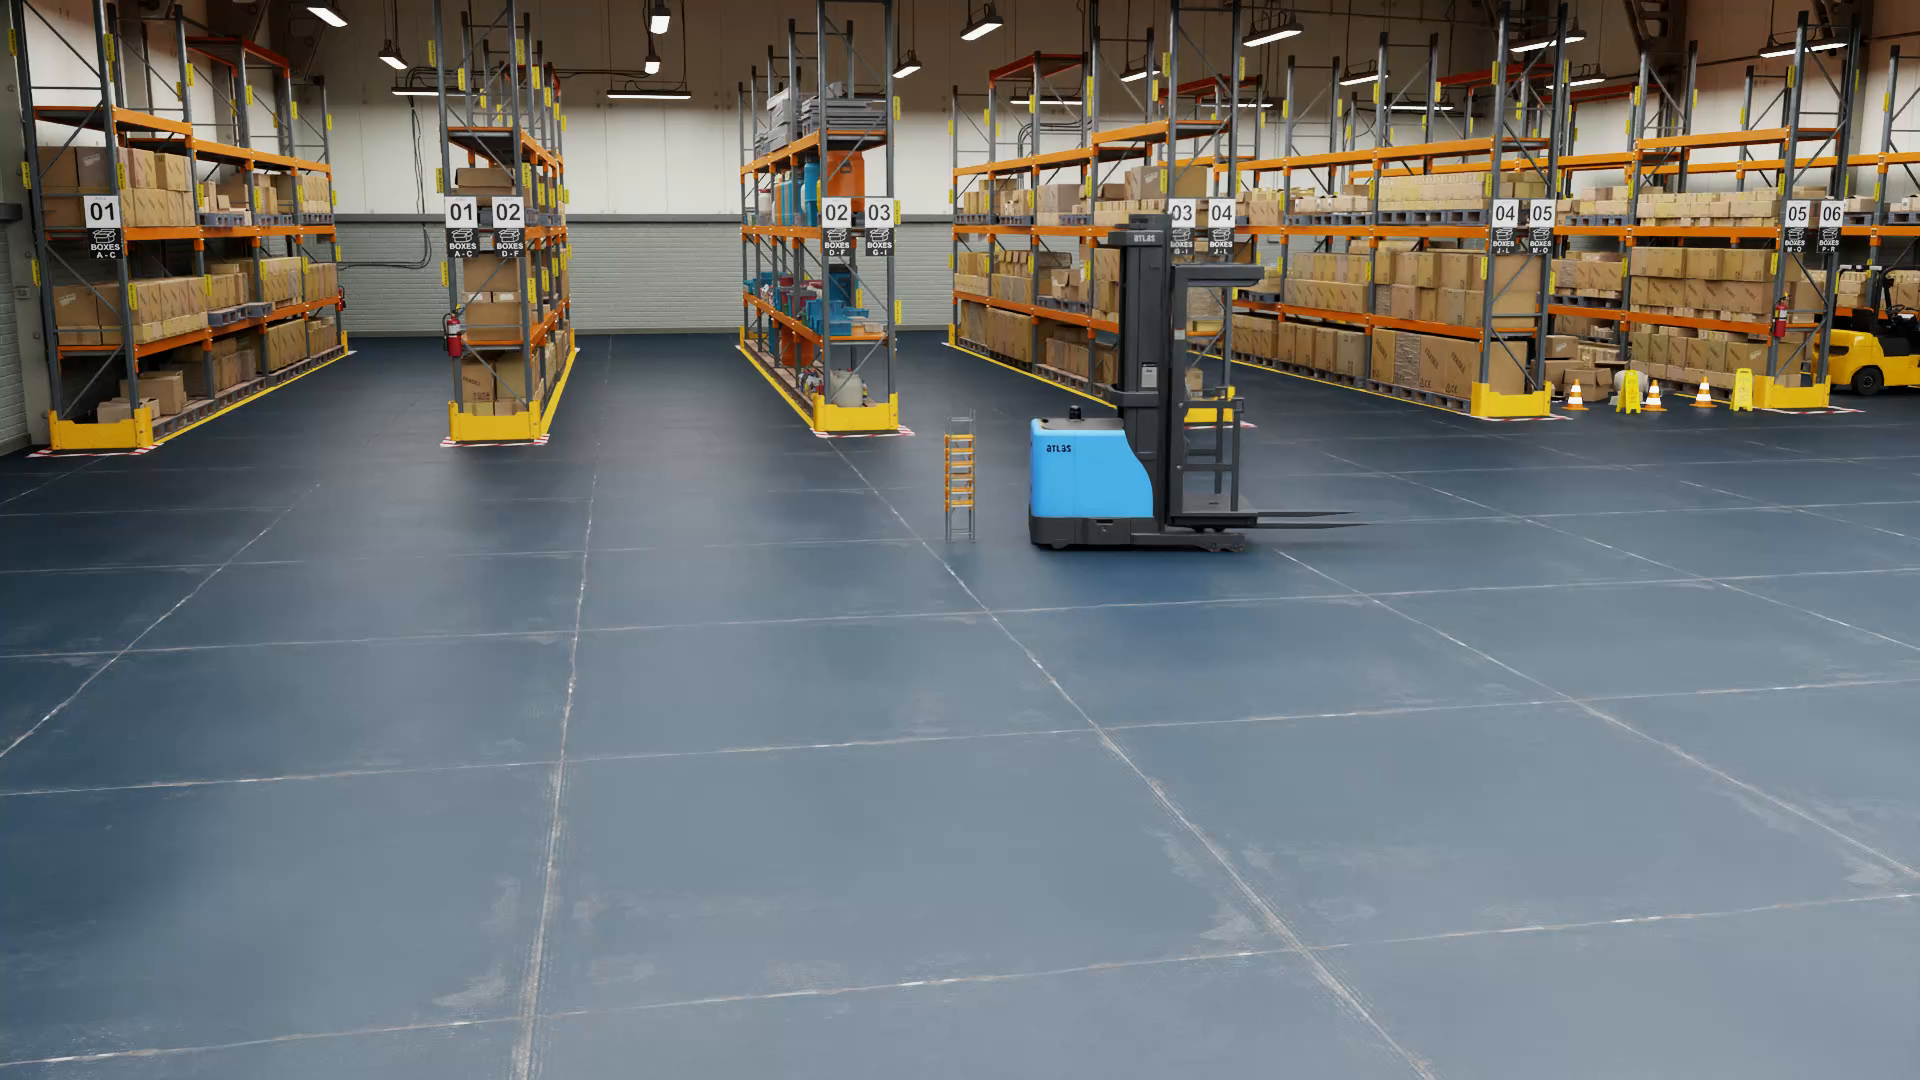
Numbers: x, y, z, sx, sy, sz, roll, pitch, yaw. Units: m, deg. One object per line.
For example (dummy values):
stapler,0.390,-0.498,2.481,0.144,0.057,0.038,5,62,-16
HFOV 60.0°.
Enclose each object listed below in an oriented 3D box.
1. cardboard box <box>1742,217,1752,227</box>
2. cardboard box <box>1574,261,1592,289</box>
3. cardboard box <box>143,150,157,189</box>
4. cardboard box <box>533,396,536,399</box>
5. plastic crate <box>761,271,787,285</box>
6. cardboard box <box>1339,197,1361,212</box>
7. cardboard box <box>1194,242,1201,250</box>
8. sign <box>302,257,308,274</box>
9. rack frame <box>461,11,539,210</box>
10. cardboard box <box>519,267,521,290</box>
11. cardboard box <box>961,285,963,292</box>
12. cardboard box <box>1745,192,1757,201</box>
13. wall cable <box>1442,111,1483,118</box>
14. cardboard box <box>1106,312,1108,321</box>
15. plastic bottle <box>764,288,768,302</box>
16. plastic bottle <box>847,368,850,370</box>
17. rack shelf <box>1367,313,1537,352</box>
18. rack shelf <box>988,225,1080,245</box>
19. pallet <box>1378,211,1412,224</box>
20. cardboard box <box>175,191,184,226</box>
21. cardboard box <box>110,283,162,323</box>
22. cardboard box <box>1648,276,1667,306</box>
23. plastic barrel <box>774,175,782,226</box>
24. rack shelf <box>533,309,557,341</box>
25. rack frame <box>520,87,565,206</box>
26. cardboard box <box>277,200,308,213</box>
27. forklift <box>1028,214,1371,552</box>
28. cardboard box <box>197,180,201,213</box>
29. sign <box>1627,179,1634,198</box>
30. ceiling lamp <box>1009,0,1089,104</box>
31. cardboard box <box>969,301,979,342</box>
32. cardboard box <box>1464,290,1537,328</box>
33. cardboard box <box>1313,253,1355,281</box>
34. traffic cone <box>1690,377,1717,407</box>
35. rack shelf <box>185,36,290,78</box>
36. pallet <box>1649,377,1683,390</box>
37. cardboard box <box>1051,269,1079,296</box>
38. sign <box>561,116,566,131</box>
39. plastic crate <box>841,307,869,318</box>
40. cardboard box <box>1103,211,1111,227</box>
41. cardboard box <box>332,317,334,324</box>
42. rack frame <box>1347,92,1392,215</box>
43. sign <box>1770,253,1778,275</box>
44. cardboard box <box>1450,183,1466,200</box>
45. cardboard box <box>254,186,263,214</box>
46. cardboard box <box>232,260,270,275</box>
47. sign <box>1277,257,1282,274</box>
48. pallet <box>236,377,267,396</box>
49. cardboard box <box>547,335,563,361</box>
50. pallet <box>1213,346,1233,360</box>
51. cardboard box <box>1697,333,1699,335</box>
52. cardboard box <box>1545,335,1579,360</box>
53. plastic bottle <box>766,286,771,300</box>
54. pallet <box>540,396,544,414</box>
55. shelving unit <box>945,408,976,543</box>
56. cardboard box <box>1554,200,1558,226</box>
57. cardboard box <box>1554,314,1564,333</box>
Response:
cardboard box,12.726,-5.072,26.527,0.380,0.149,0.250,-2,11,-9
cardboard box,11.883,-4.970,31.152,0.500,0.500,0.500,-2,11,-9
cardboard box,-11.124,-4.962,22.282,0.500,0.500,0.500,-2,11,-9
cardboard box,-6.257,-1.906,23.473,0.500,0.250,0.500,-2,11,-11
plastic crate,-4.275,-5.959,38.279,0.616,0.435,0.499,-2,11,-11
cardboard box,7.098,-5.981,29.641,0.500,0.250,0.500,-2,11,-11
cardboard box,5.536,-6.432,37.285,0.500,0.500,0.500,-2,11,-13
sign,-12.932,-5.424,32.840,0.100,0.325,0.005,-2,11,-11
rack frame,-7.048,-6.533,25.508,1.000,3.000,0.127,-2,11,-11
cardboard box,-6.467,-3.731,23.093,0.700,0.500,0.500,-2,11,-12
cardboard box,0.234,-5.804,38.395,0.380,0.149,0.250,-2,11,-12
cardboard box,12.733,-5.460,26.433,0.380,0.149,0.250,-2,11,-12
wall cable,15.082,-13.449,46.969,2.988,3.039,0.133,-2,11,-11
cardboard box,2.586,-3.635,26.999,0.380,0.149,0.250,-2,11,-11
plastic bottle,-3.849,-4.903,33.321,0.152,0.276,0.135,-2,11,-11
plastic bottle,-1.781,-2.573,26.653,0.144,0.351,0.185,-2,11,-13
rack shelf,7.943,-3.387,26.948,1.077,0.370,4.000,-2,11,-11
rack shelf,1.502,-6.166,33.526,1.077,0.370,4.000,-2,11,-11
pallet,7.703,-5.387,27.746,1.003,0.211,1.213,-2,11,-11
cardboard box,-11.480,-4.761,23.898,0.500,0.500,0.500,-3,11,-16
cardboard box,-11.013,-3.166,22.202,0.500,0.500,0.500,-2,11,-11
cardboard box,12.323,-4.319,28.858,0.500,0.500,0.500,-2,11,-11
plastic barrel,-3.020,-6.060,29.706,0.600,0.901,0.600,0,11,0
rack shelf,-7.437,-3.600,28.063,1.077,0.370,4.000,-2,11,-11
rack frame,-9.382,-8.734,37.071,1.000,3.000,0.127,-2,11,-11
cardboard box,-13.339,-6.664,33.229,0.500,0.250,0.500,-2,11,-11
forklift,2.155,-1.431,14.931,3.031,2.935,1.130,0,11,0
cardboard box,-11.935,-5.237,25.332,0.500,0.500,0.500,-1,11,-3
sign,11.846,-6.206,29.376,0.100,0.325,0.005,-2,11,-11
ceiling lamp,2.301,-12.546,41.485,2.000,3.185,0.800,-2,11,-11
cardboard box,0.715,-5.028,38.202,0.875,0.875,0.875,-2,11,-11
cardboard box,8.216,-3.514,25.289,0.875,0.550,0.550,-2,11,-11
cardboard box,7.055,-5.112,31.144,0.700,0.500,0.500,-2,11,-12
traffic cone,11.819,-2.358,26.402,0.336,0.463,0.334,-2,11,-11
rack shelf,-13.074,-8.732,30.096,1.077,0.370,4.000,-2,11,-11
pallet,12.555,-2.814,29.472,1.003,0.211,1.213,-2,11,-11
cardboard box,2.036,-4.837,31.251,0.500,0.500,0.500,-4,11,-18
sign,-8.834,-9.287,37.055,0.100,0.325,0.005,-2,11,-11
plastic crate,-1.707,-3.499,26.011,0.499,0.251,0.616,-2,11,-11
cardboard box,2.614,-5.157,26.700,0.500,0.250,0.500,-2,11,-12
cardboard box,-13.803,-4.761,36.072,0.380,0.149,0.250,-2,11,-12
rack frame,10.056,-9.454,40.854,1.000,3.000,0.127,-2,11,-11
sign,12.620,-4.280,25.772,0.100,0.325,0.005,-2,11,-11
cardboard box,7.867,-5.347,25.511,0.500,0.250,0.500,-2,11,-11
cardboard box,-13.085,-6.162,30.135,0.700,0.500,0.500,-2,11,-8
cardboard box,-12.526,-4.810,29.379,0.500,0.250,0.500,-2,11,-10
sign,6.246,-5.350,32.449,0.100,0.325,0.005,-2,11,-11
pallet,-12.534,-2.626,28.481,1.003,0.211,1.213,-2,11,-11
cardboard box,-7.941,-3.685,32.099,0.500,0.500,0.500,-3,11,-13
pallet,6.151,-4.062,36.028,1.003,0.211,1.213,-2,11,-11
cardboard box,12.869,-3.338,28.991,0.500,0.500,0.500,-2,11,-10
cardboard box,10.650,-3.380,29.645,0.500,0.500,0.500,-2,11,-11
plastic bottle,-3.738,-4.832,32.748,0.144,0.351,0.185,-2,11,-11
pallet,-6.935,-2.069,25.555,1.003,0.211,1.213,-2,11,-11
shelving unit,0.003,-0.587,15.124,0.258,1.200,0.189,-2,11,-11
cardboard box,11.787,-6.388,32.501,0.700,0.500,0.500,-2,11,-11
cardboard box,15.079,-5.393,41.122,0.700,0.500,0.500,-2,11,-9
